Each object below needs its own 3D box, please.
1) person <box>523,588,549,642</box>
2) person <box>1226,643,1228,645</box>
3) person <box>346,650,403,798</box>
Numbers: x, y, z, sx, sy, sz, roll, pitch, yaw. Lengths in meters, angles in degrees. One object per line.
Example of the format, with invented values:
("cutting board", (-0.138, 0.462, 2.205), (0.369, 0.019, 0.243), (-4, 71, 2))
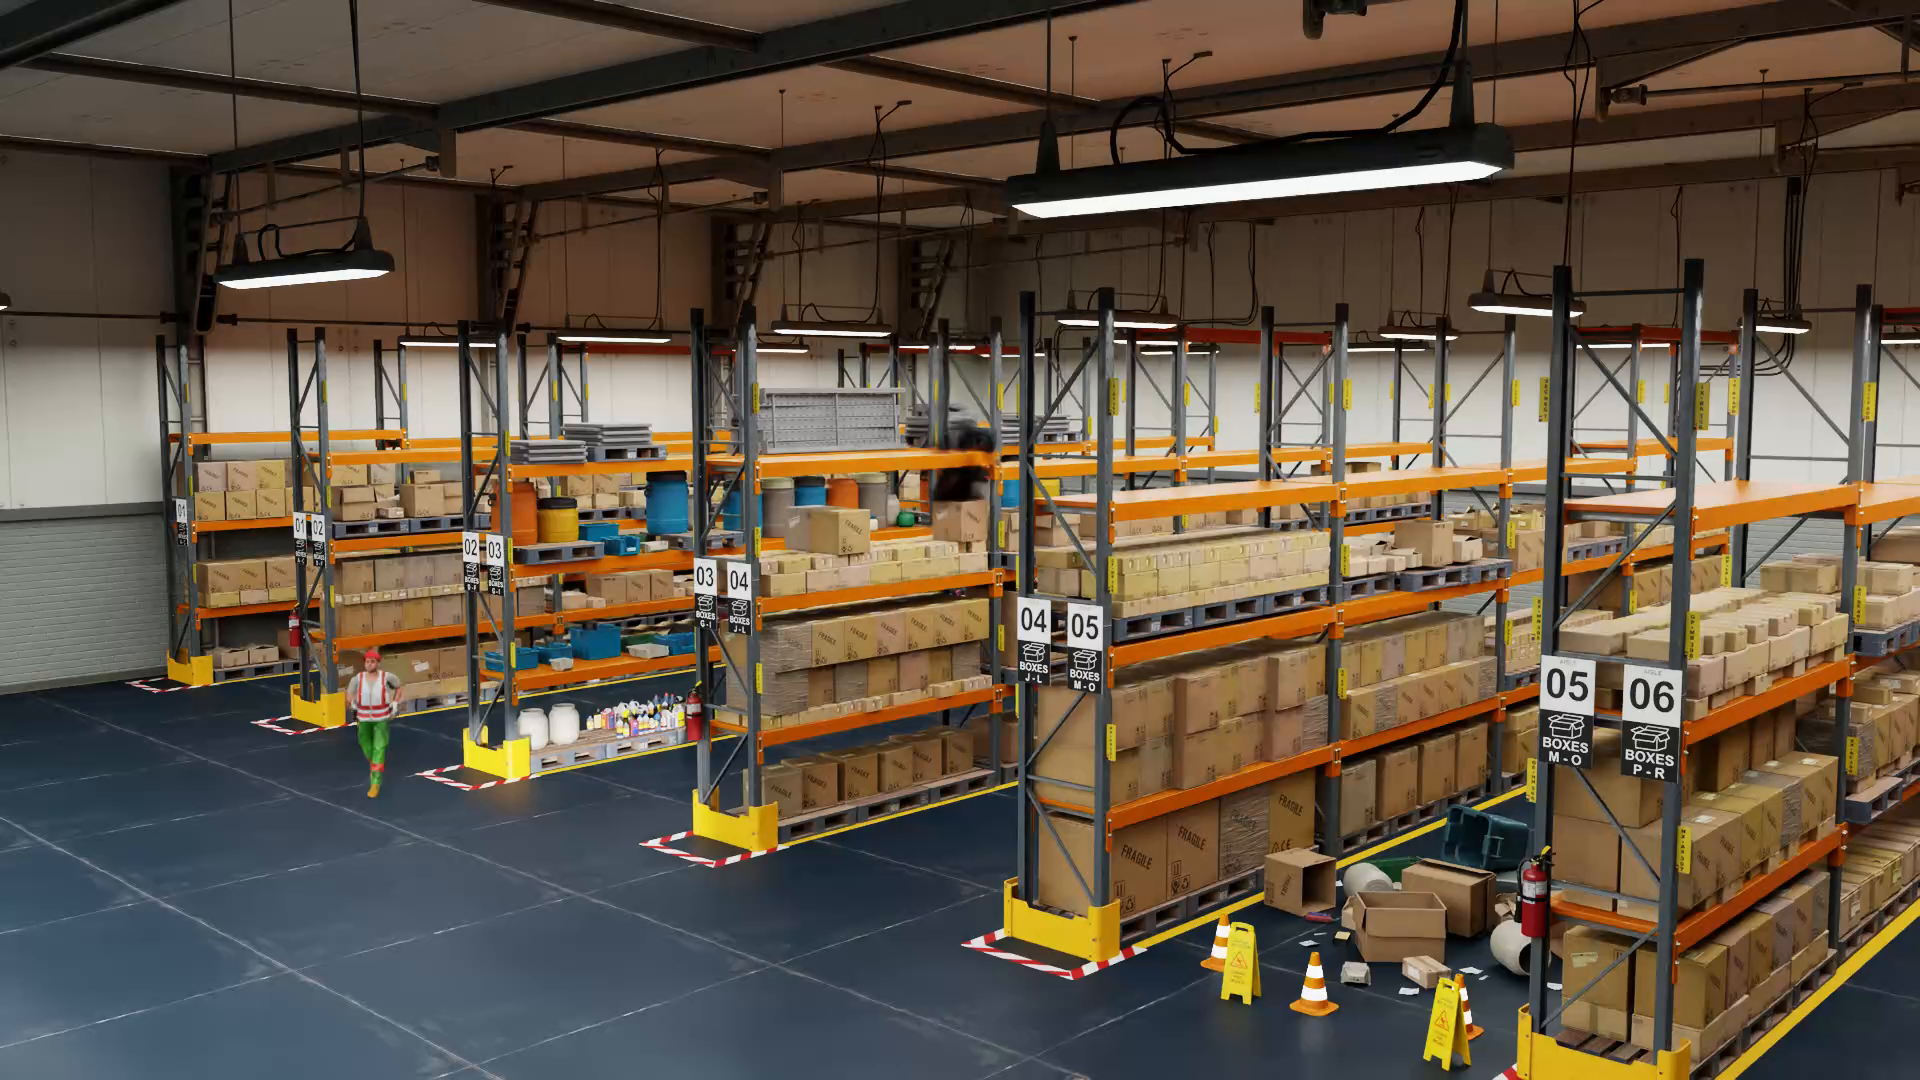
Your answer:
("person", (-7.763, 1.446, 30.152), (0.640, 1.795, 0.890), (5, 7, 43))
("person", (3.812, 2.168, 23.296), (0.596, 1.611, 0.675), (5, 7, 43))
("person", (-7.429, 2.285, 21.078), (0.662, 1.789, 0.981), (-1, 5, -9))
